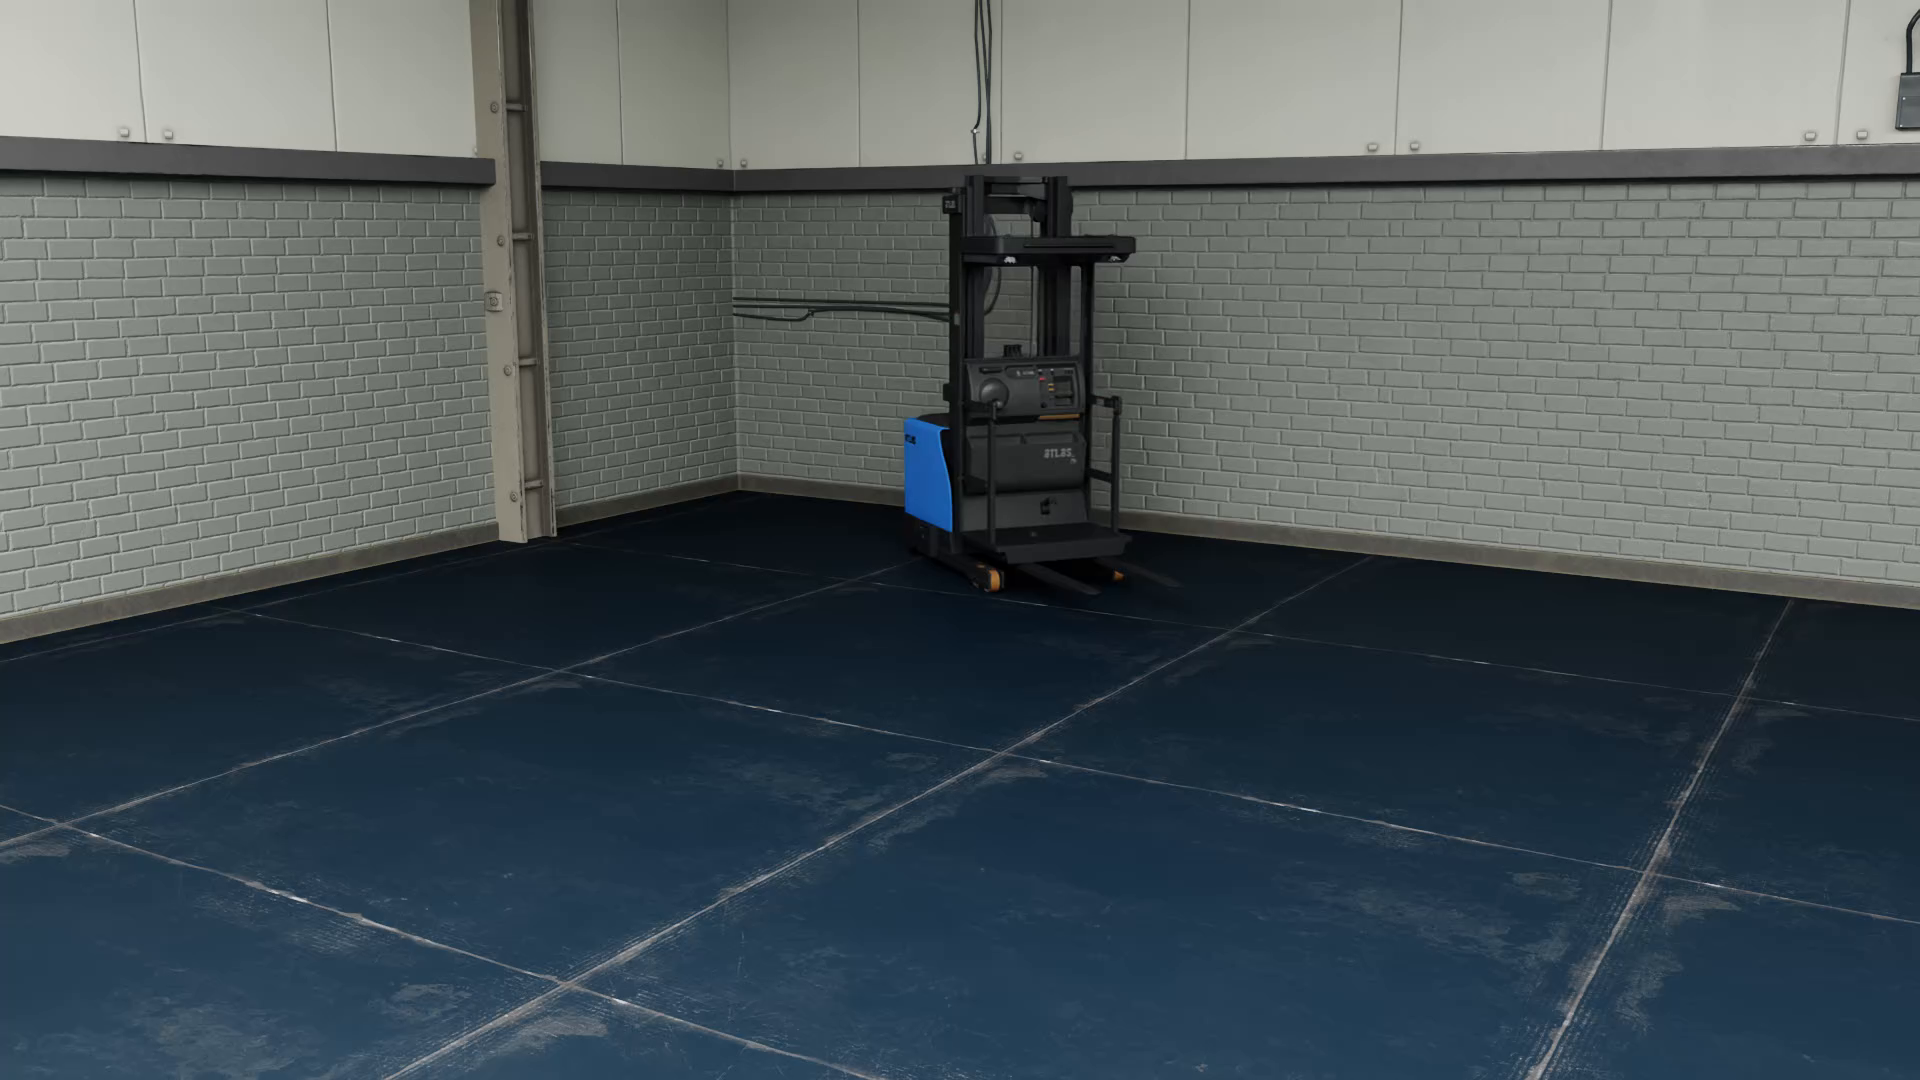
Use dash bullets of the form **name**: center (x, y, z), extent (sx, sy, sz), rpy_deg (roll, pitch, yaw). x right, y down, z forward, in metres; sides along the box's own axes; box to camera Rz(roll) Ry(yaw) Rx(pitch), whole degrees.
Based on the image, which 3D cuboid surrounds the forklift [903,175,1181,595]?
- **forklift**: center (0.575, -1.153, 12.064), extent (1.130, 2.935, 3.031), rpy_deg (-4, 11, -22)

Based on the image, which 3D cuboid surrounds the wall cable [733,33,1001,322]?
- **wall cable**: center (-0.978, -3.254, 15.236), extent (3.097, 2.526, 0.112), rpy_deg (6, 12, 31)

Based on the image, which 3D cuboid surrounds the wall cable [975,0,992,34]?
- **wall cable**: center (1.334, -5.478, 13.391), extent (3.097, 2.526, 0.112), rpy_deg (6, 12, 31)

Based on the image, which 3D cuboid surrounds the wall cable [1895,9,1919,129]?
- **wall cable**: center (7.127, -5.543, 9.779), extent (2.305, 6.003, 0.169), rpy_deg (6, 12, 31)

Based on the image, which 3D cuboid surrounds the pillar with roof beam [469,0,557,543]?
- **pillar with roof beam**: center (0.041, -4.032, 10.953), extent (9.100, 9.000, 0.400), rpy_deg (6, 12, 31)
